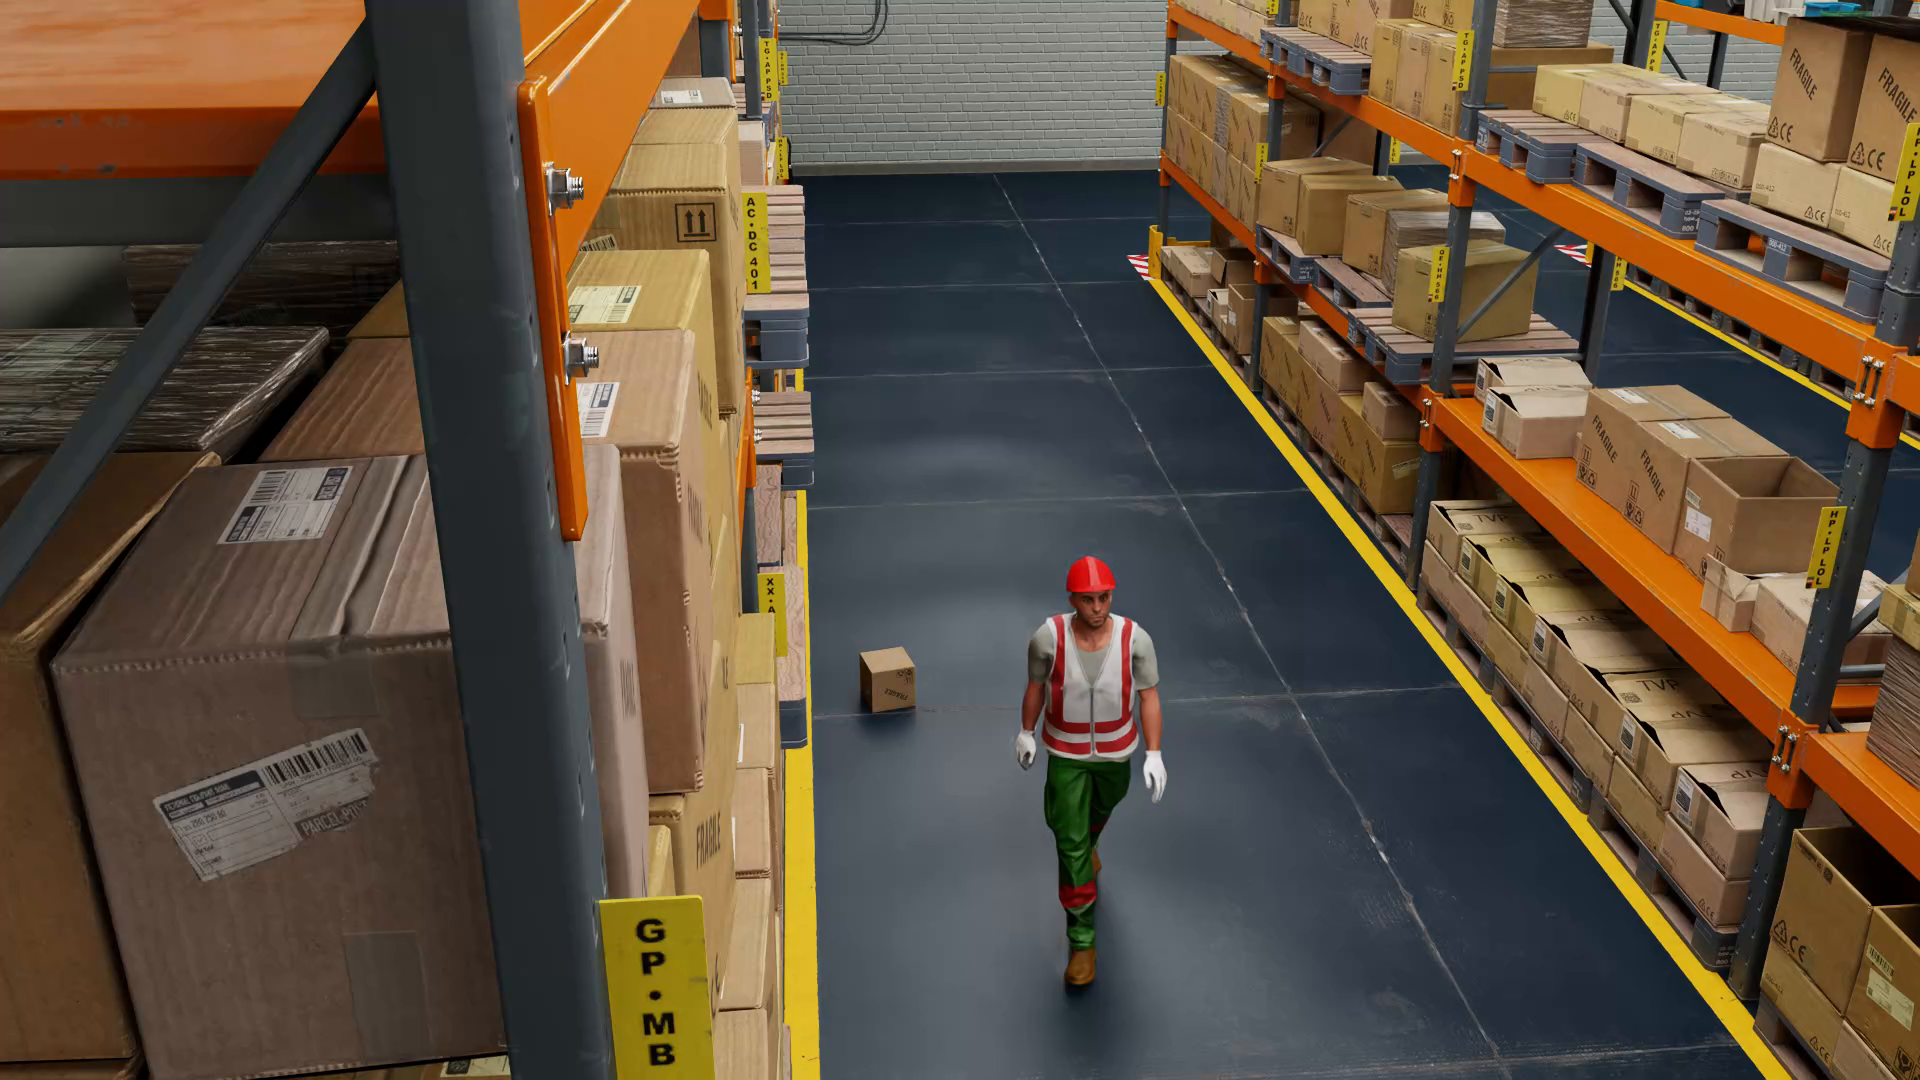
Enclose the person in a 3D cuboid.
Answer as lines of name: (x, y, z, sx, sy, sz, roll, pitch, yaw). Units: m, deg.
person: (0.552, 0.890, 7.038, 0.603, 1.742, 1.068, -2, 24, -4)
